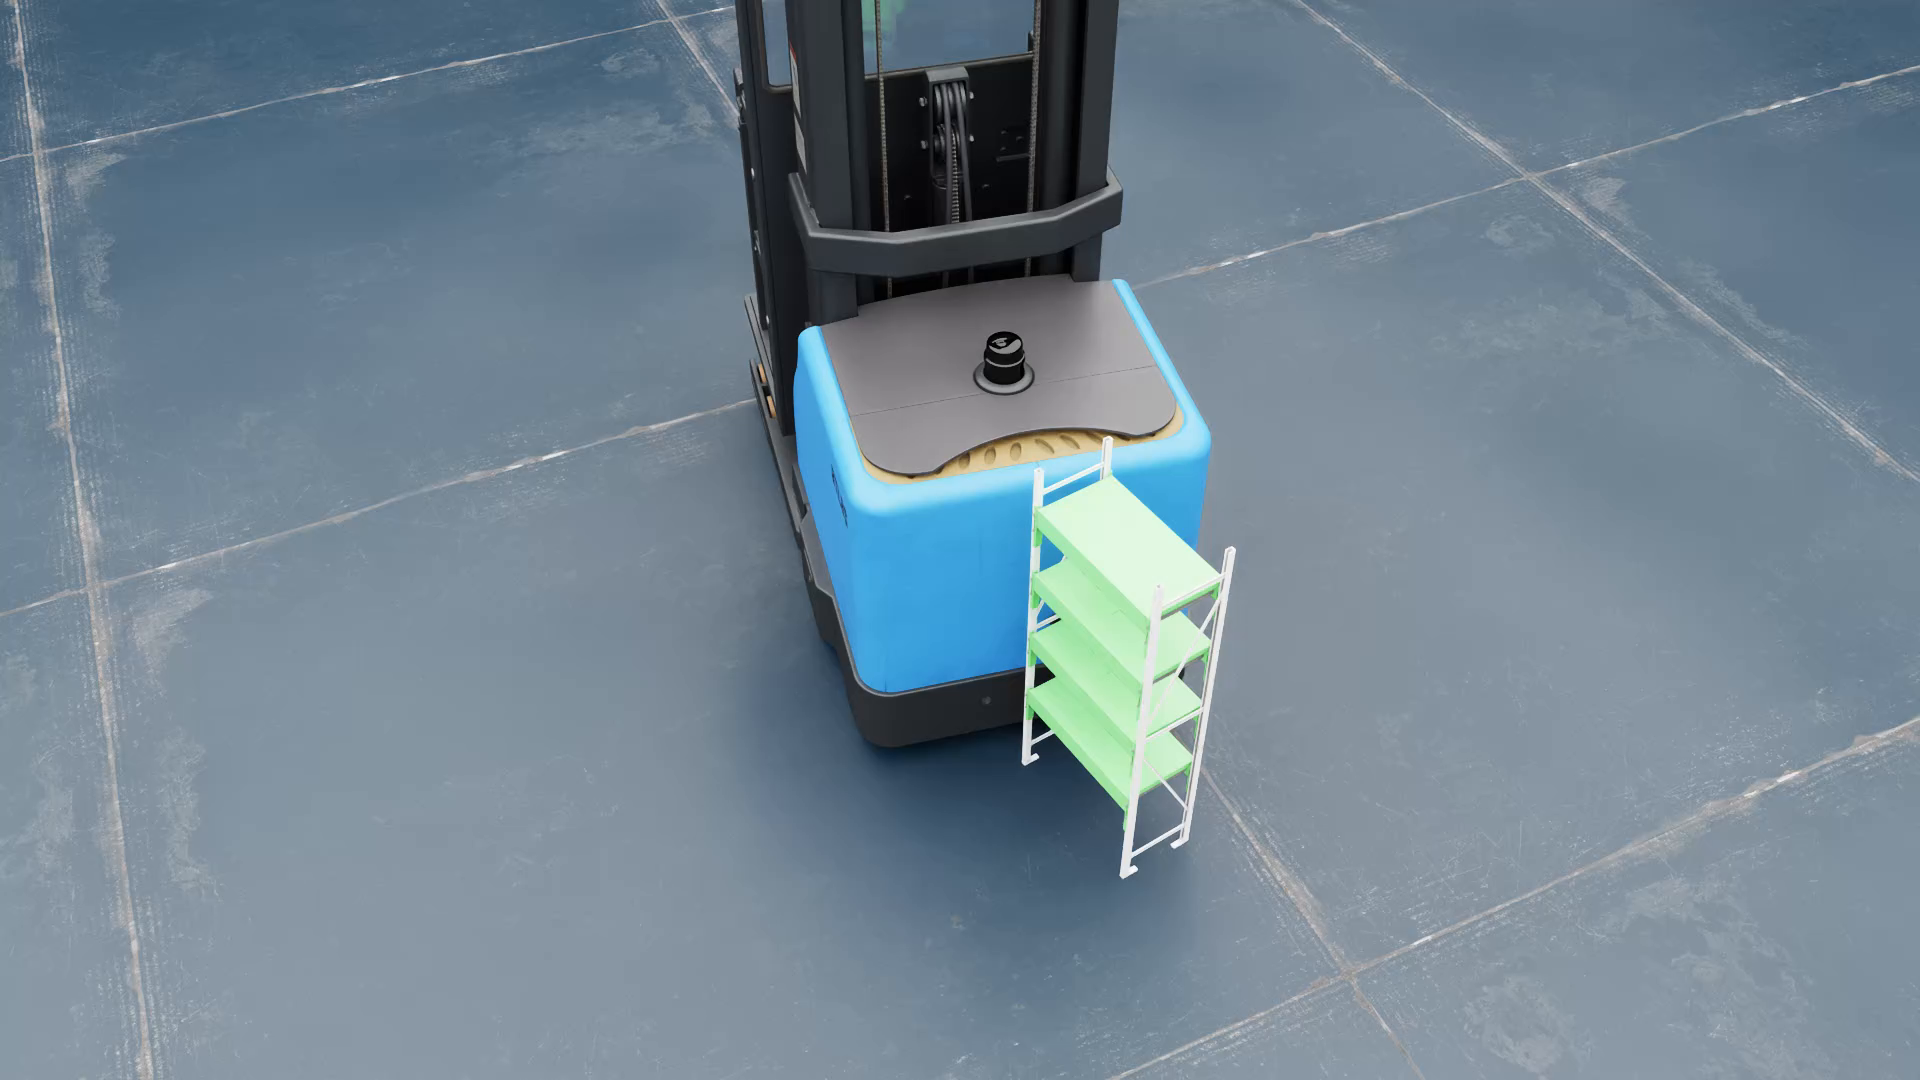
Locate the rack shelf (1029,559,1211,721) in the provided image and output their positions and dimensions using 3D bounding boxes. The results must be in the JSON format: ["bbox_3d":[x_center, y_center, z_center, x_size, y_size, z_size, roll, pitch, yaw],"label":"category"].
[{"bbox_3d":[0.427,0.225,4.417,0.258,0.148,0.480,-25,50,-23],"label":"rack shelf"}]

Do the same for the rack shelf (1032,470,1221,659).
[{"bbox_3d":[0.427,0.055,4.248,0.258,0.148,0.480,-25,50,-23],"label":"rack shelf"}]

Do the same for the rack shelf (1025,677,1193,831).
[{"bbox_3d":[0.427,0.567,4.754,0.258,0.148,0.480,-25,50,-23],"label":"rack shelf"}]

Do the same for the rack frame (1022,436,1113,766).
[{"bbox_3d":[0.292,0.208,4.685,0.240,1.200,0.015,-25,50,-23],"label":"rack frame"}]

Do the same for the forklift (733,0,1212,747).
[{"bbox_3d":[-0.158,-1.472,5.155,1.130,2.935,3.031,-10,46,-10],"label":"forklift"}]

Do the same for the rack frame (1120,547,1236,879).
[{"bbox_3d":[0.563,0.493,4.396,0.240,1.200,0.015,-25,50,-23],"label":"rack frame"}]

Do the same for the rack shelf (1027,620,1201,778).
[{"bbox_3d":[0.427,0.396,4.585,0.258,0.148,0.480,-25,50,-23],"label":"rack shelf"}]

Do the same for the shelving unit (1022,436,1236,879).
[{"bbox_3d":[0.427,0.351,4.540,0.258,1.200,0.503,-25,50,-23],"label":"shelving unit"}]
